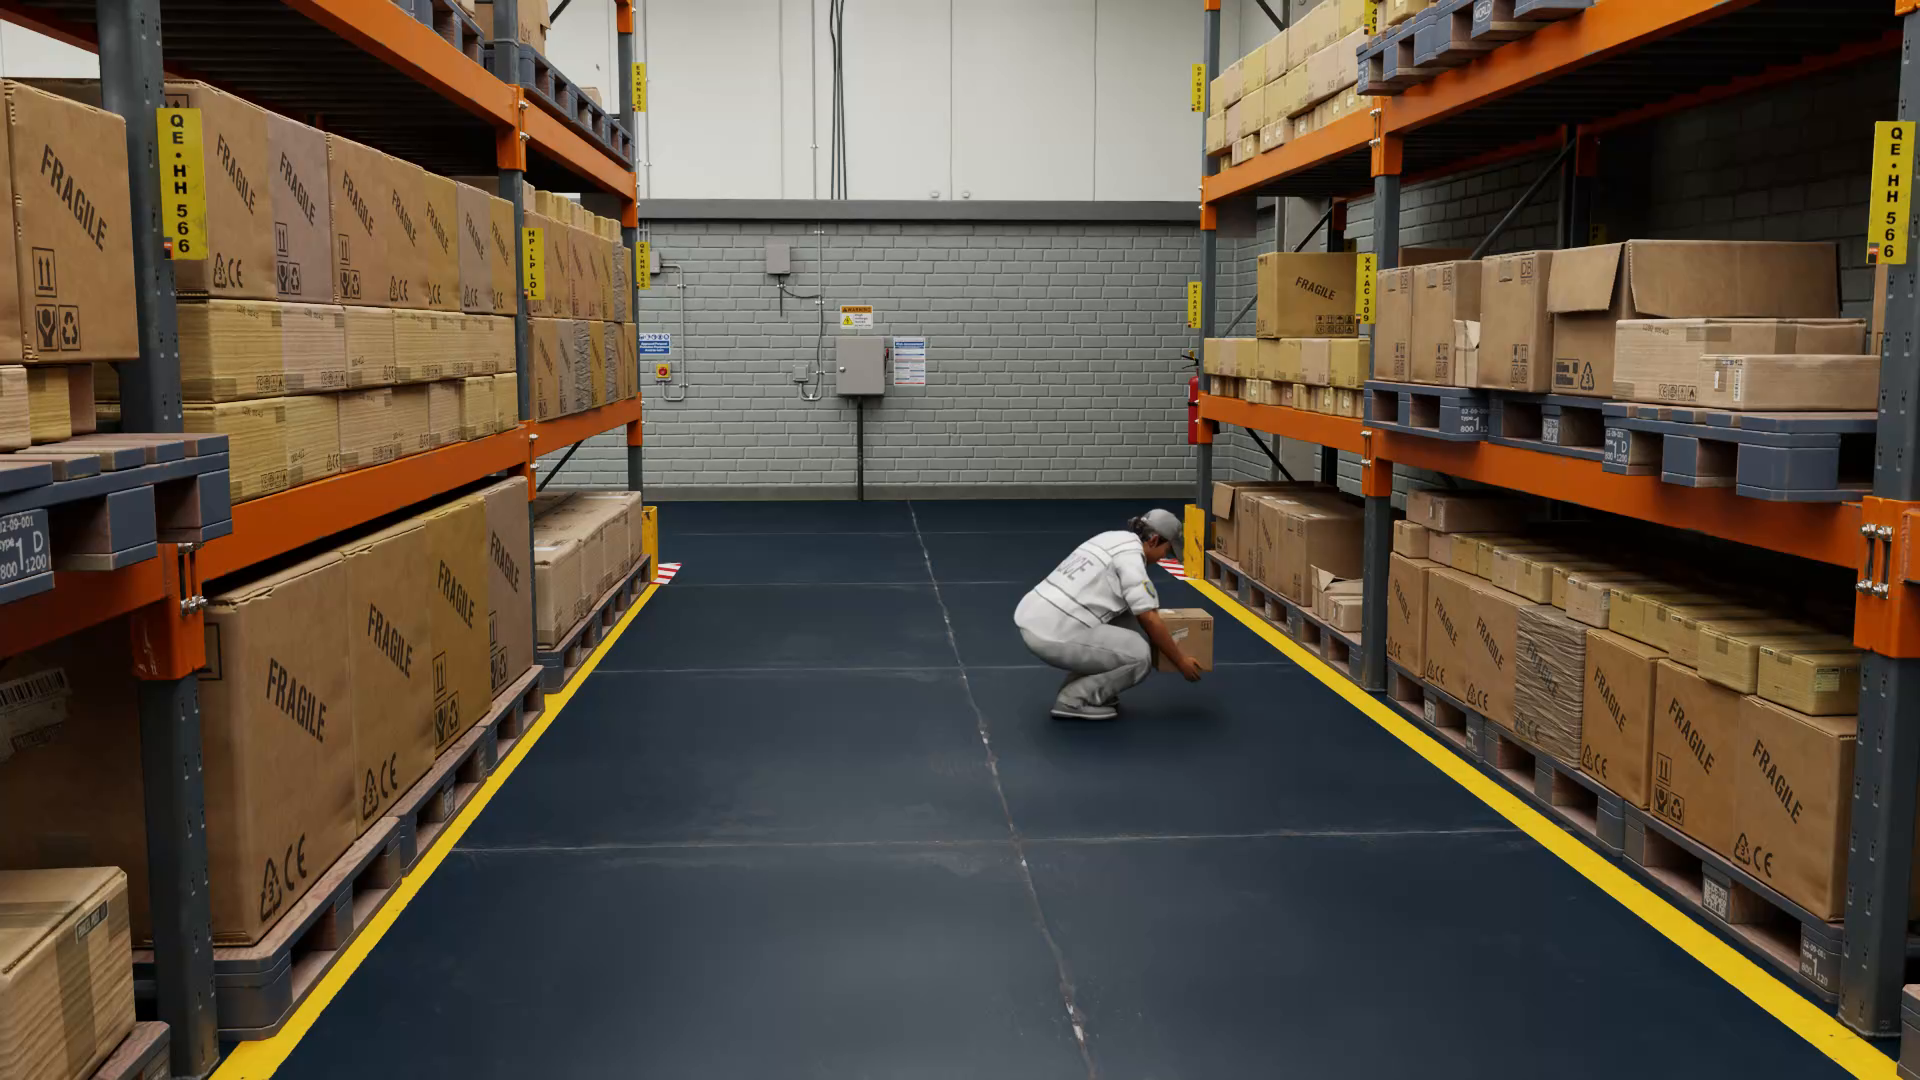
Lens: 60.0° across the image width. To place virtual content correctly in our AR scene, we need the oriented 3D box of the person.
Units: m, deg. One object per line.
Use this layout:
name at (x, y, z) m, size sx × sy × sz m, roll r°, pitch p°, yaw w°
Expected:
person at (0.672, 0.331, 7.596) m, size 0.845 × 0.937 × 0.518 m, roll 0°, pitch 7°, yaw -4°
